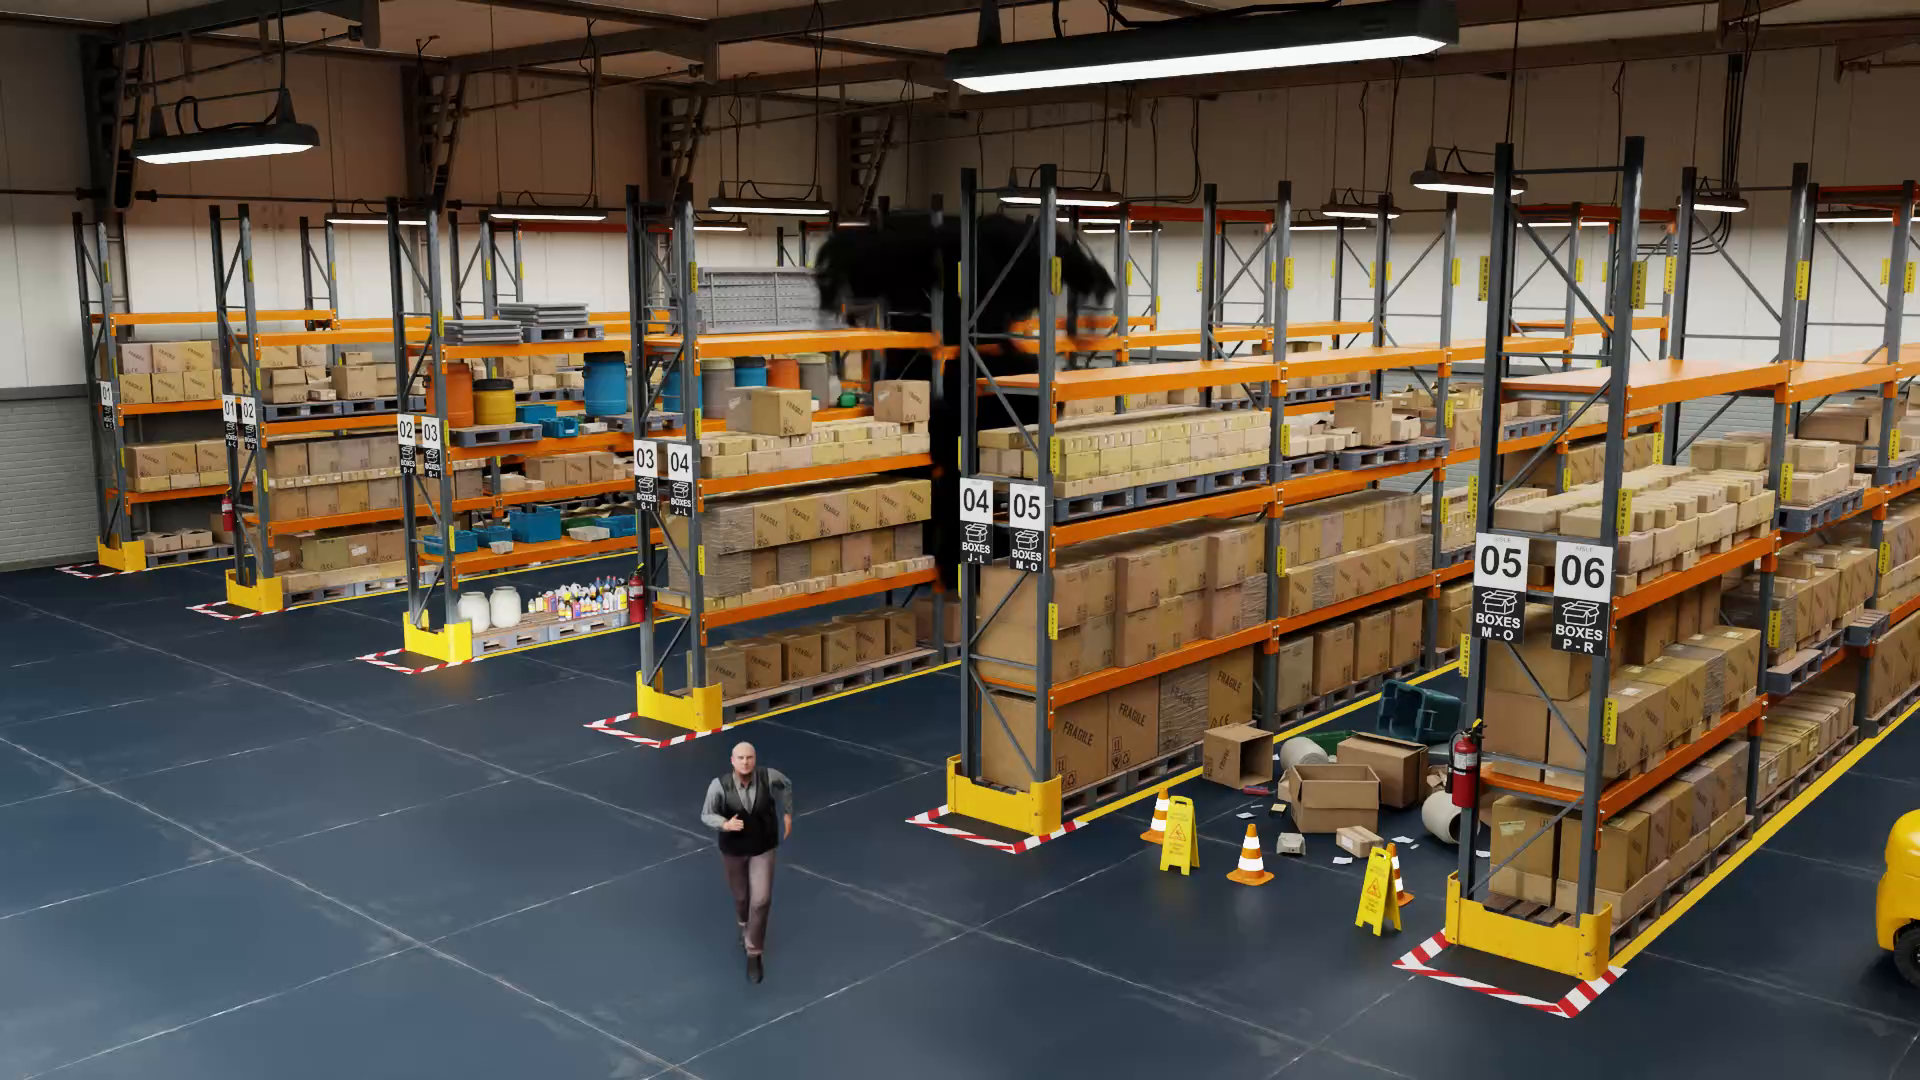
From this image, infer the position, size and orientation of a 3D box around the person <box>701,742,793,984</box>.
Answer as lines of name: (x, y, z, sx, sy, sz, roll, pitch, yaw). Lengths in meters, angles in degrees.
person: (-1.564, 2.314, 12.279, 0.678, 1.764, 0.853, -2, 10, -9)

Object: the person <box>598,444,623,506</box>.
person: (-7.006, -1.155, 33.327, 0.510, 1.639, 0.733, 6, 11, 32)
